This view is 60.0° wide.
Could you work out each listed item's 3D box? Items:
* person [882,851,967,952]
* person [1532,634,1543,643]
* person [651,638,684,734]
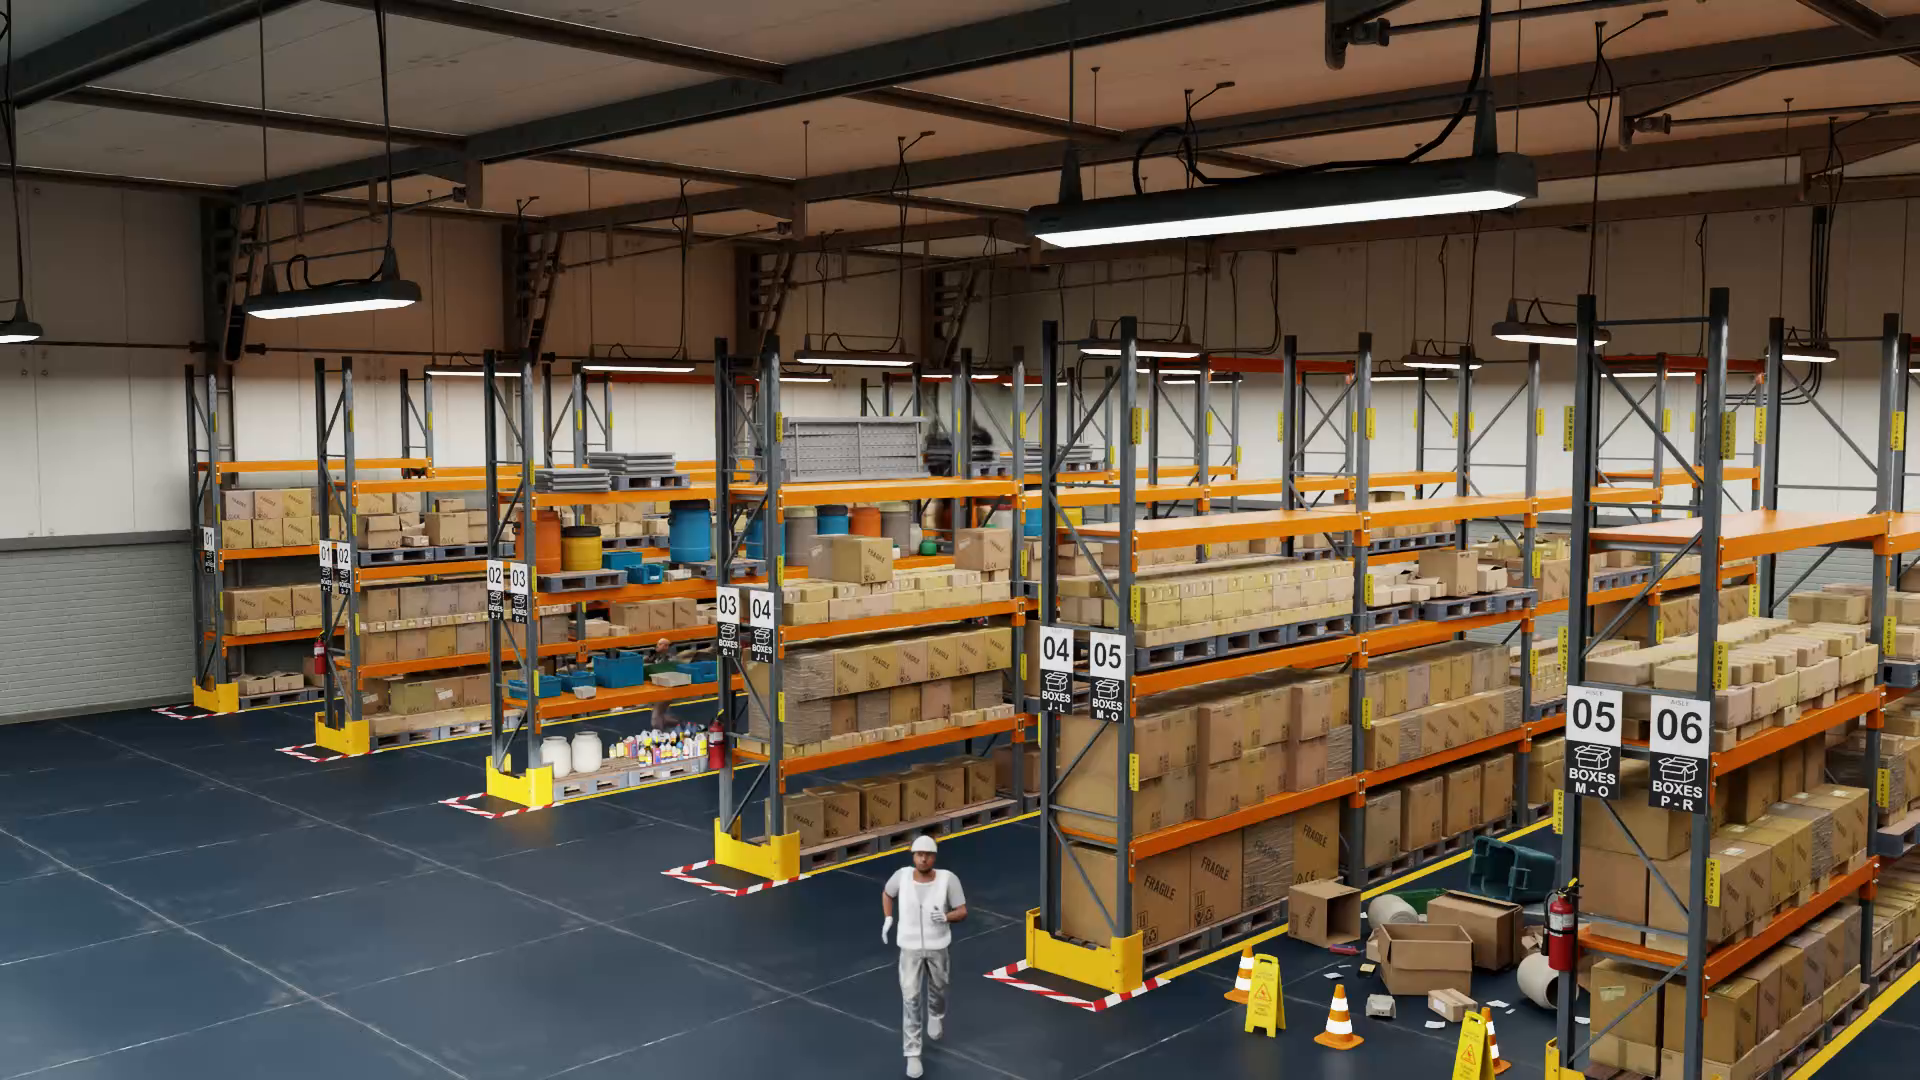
[{"bbox_3d":[-0.283,2.812,13.143,0.682,0.856,0.627,0,4,0],"label":"person"},{"bbox_3d":[8.920,2.033,25.713,0.629,1.138,0.737,-4,6,-43],"label":"person"},{"bbox_3d":[-4.559,2.359,25.636,0.631,1.713,0.821,4,6,40],"label":"person"}]
